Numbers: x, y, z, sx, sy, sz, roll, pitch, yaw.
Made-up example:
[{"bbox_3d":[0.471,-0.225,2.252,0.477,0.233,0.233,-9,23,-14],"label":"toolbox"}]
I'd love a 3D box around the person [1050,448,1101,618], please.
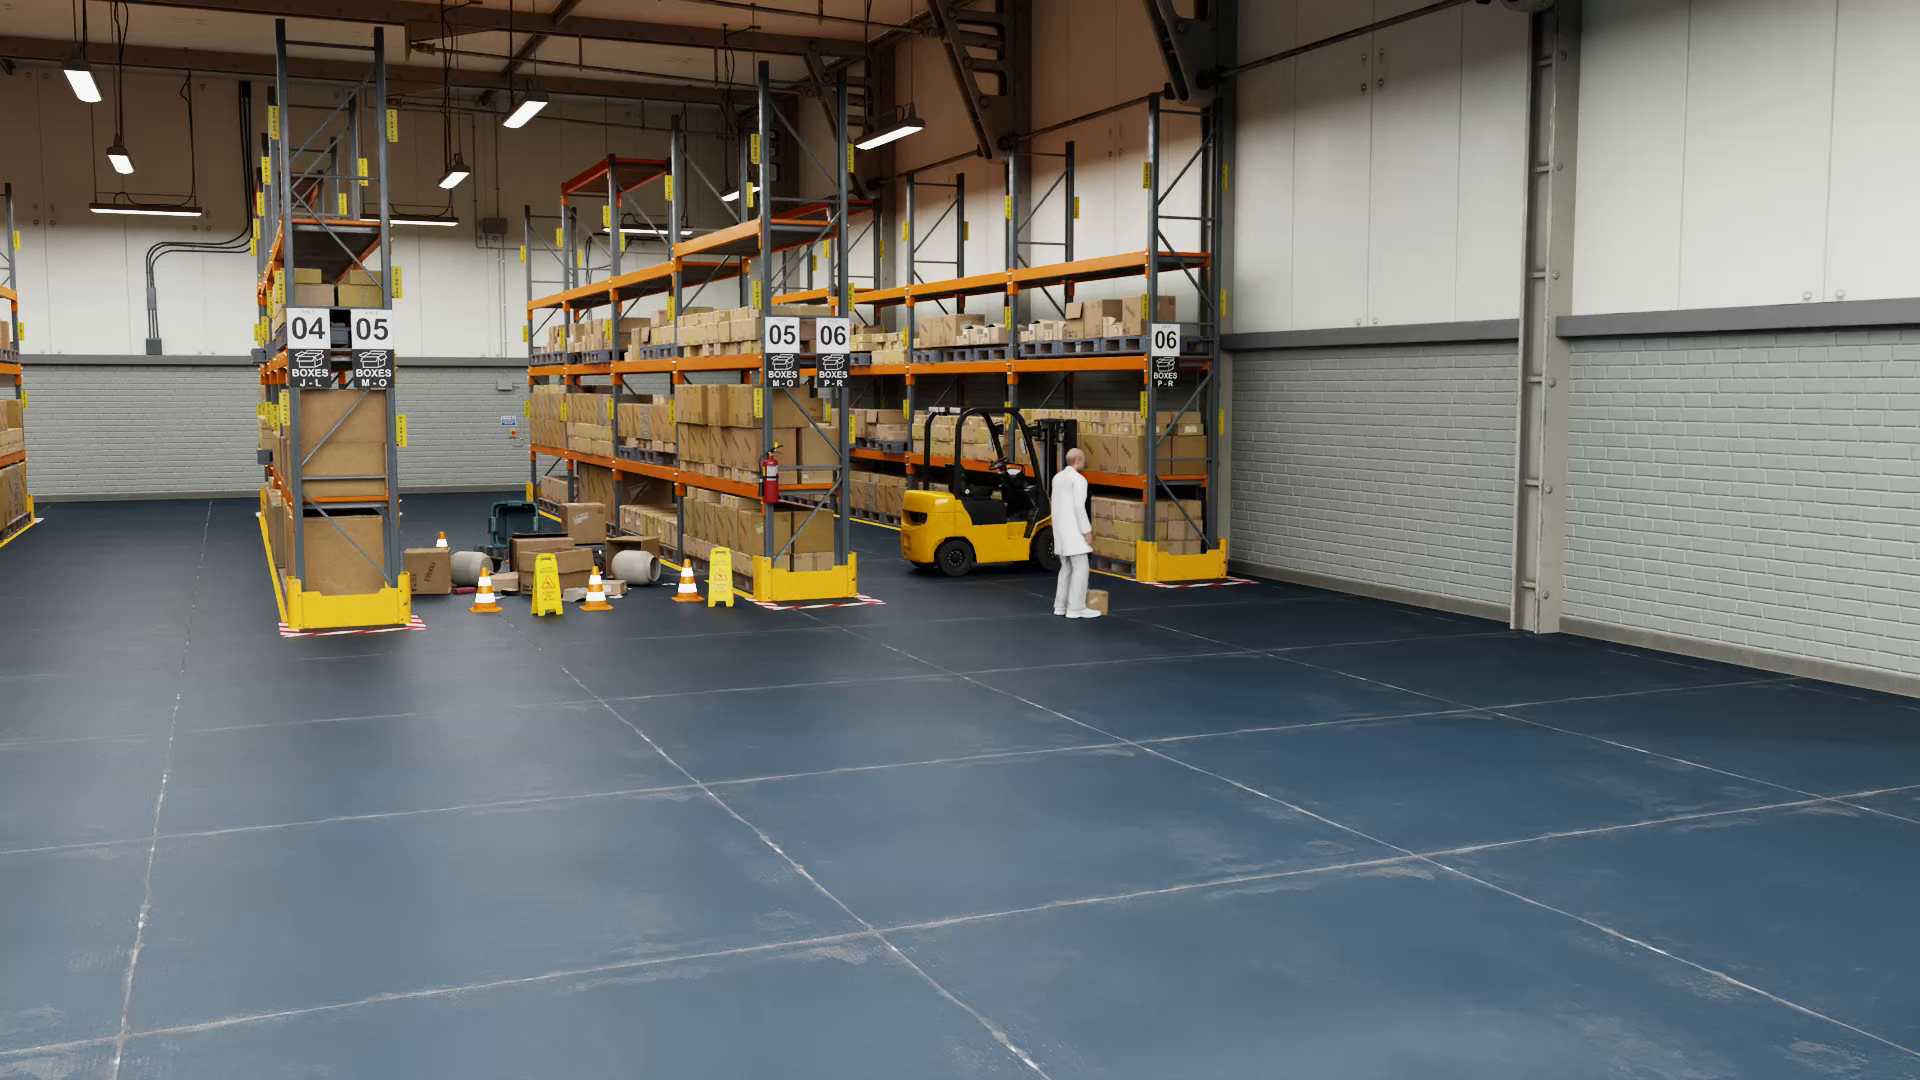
[{"bbox_3d":[1.189,-0.082,17.581,0.427,1.774,0.625,-3,6,-26],"label":"person"}]
